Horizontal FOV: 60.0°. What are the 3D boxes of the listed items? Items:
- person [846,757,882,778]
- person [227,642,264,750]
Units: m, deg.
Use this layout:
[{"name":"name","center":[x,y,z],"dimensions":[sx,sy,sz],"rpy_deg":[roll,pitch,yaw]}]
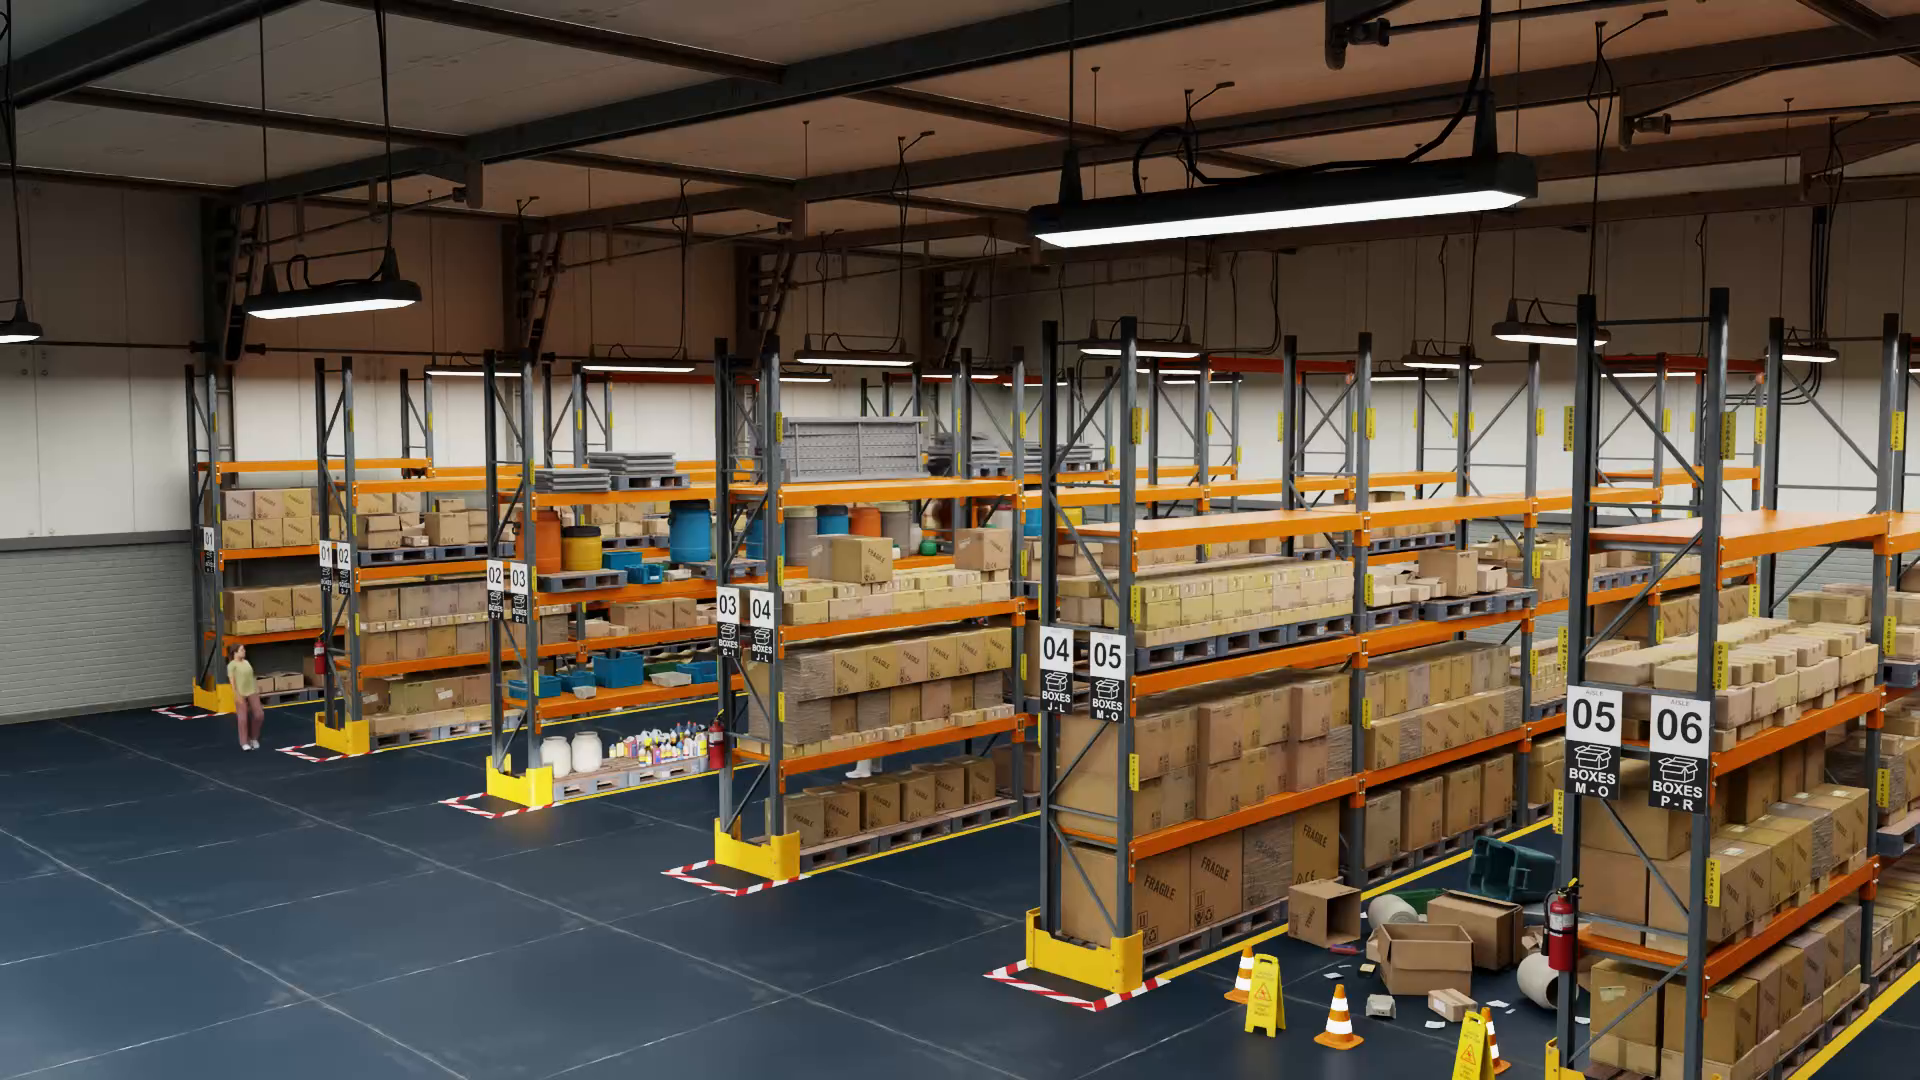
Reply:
[{"name":"person","center":[-1.333,2.457,23.679],"dimensions":[0.422,1.778,0.636],"rpy_deg":[2,5,24]},{"name":"person","center":[-10.888,2.378,25.287],"dimensions":[0.477,1.652,0.484],"rpy_deg":[-3,6,-38]}]
